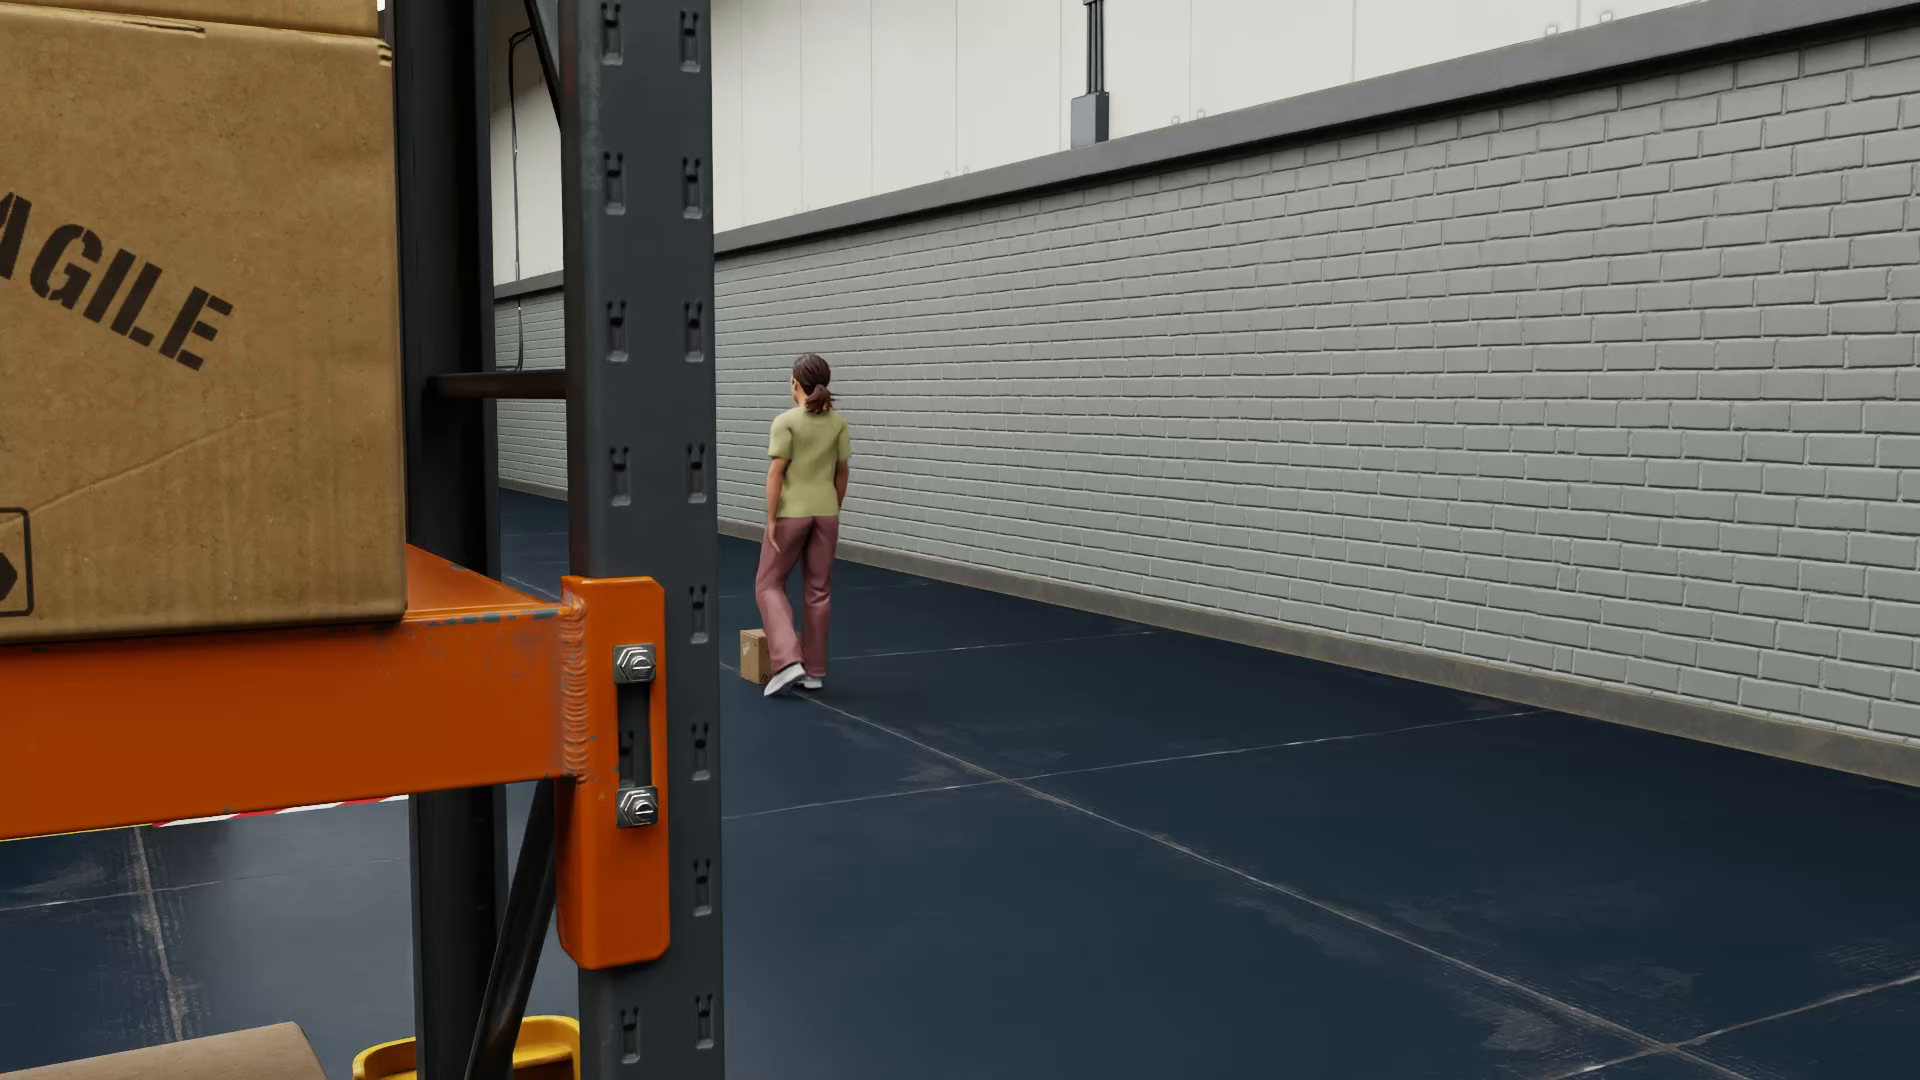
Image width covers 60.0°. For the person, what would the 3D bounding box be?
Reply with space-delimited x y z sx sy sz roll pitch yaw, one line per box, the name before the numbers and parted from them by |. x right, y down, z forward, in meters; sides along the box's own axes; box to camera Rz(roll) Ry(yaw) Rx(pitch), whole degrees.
person | -0.786 -0.070 8.266 0.462 1.695 0.514 -3 6 -28
